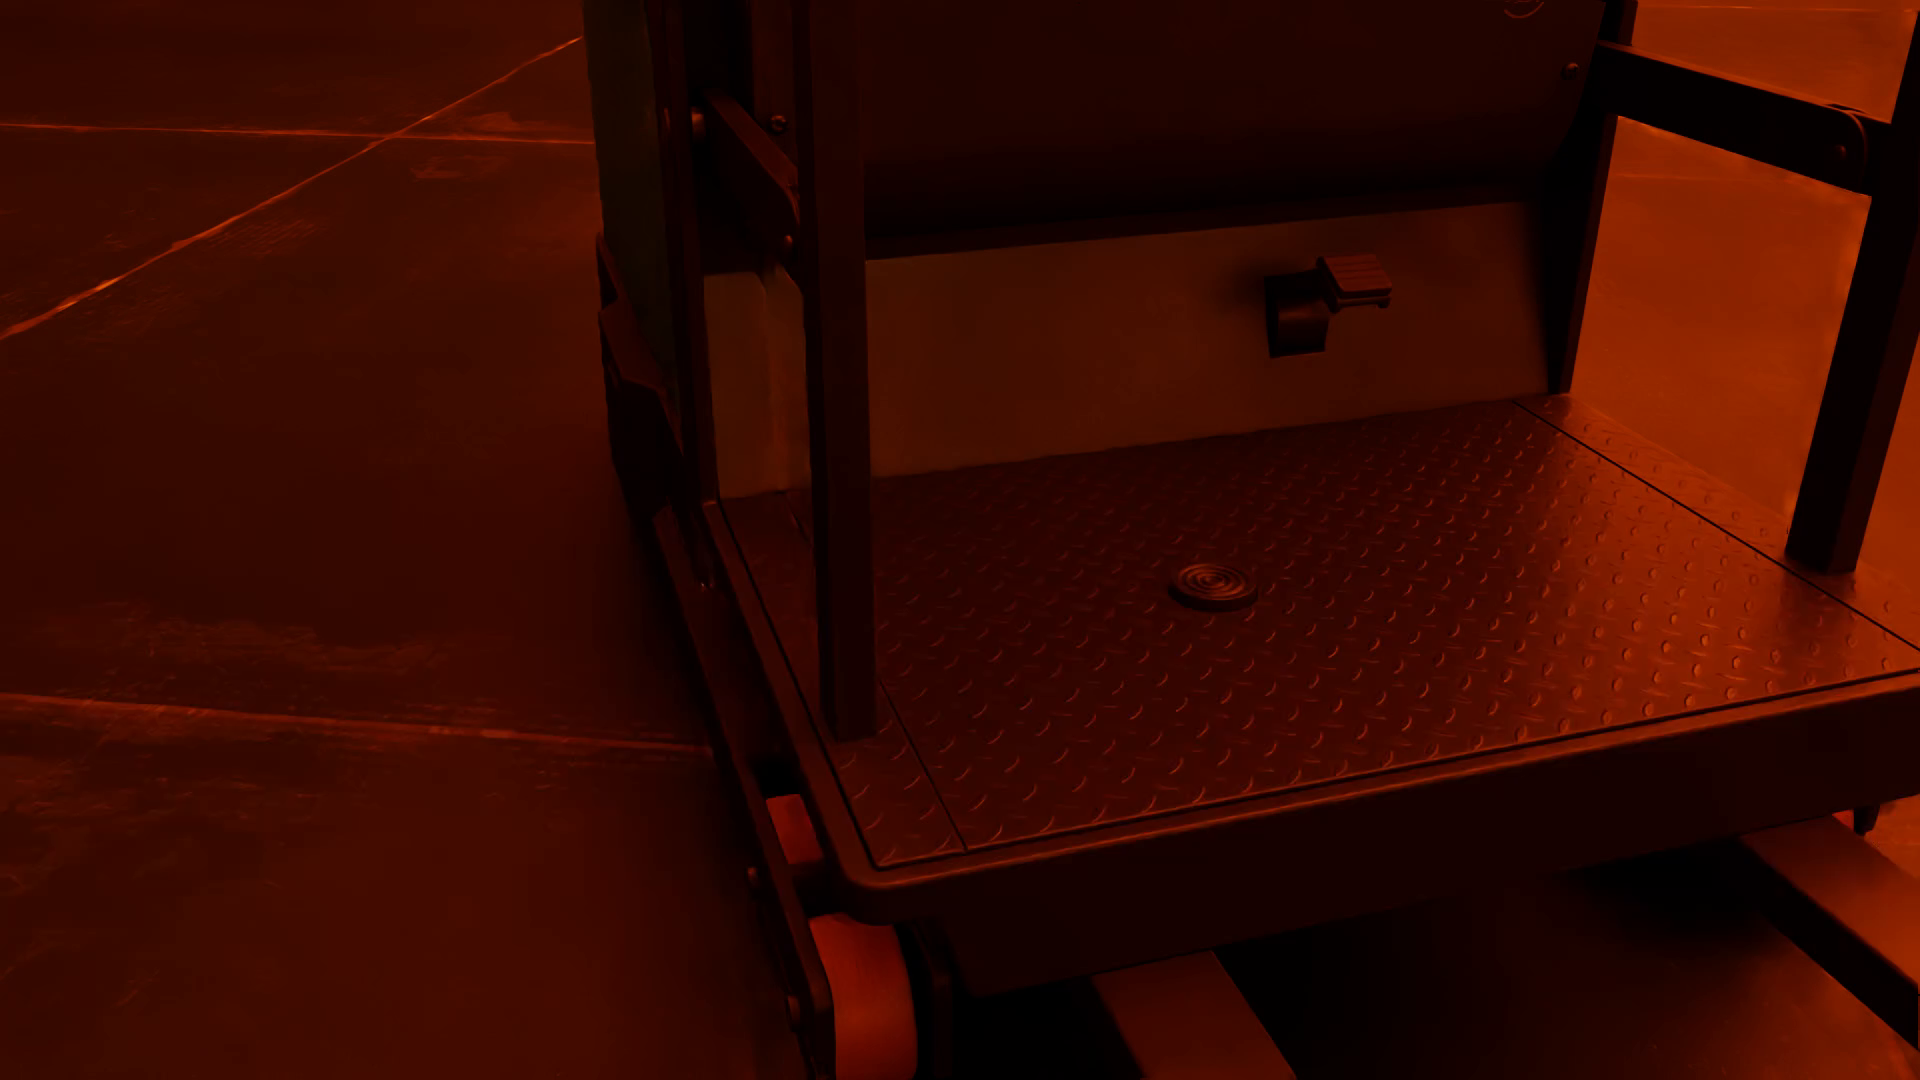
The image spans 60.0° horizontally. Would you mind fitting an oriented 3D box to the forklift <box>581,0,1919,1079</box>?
[{"bbox_3d":[0.300,-1.014,1.249,1.130,2.935,3.031,-8,28,-15],"label":"forklift"}]
